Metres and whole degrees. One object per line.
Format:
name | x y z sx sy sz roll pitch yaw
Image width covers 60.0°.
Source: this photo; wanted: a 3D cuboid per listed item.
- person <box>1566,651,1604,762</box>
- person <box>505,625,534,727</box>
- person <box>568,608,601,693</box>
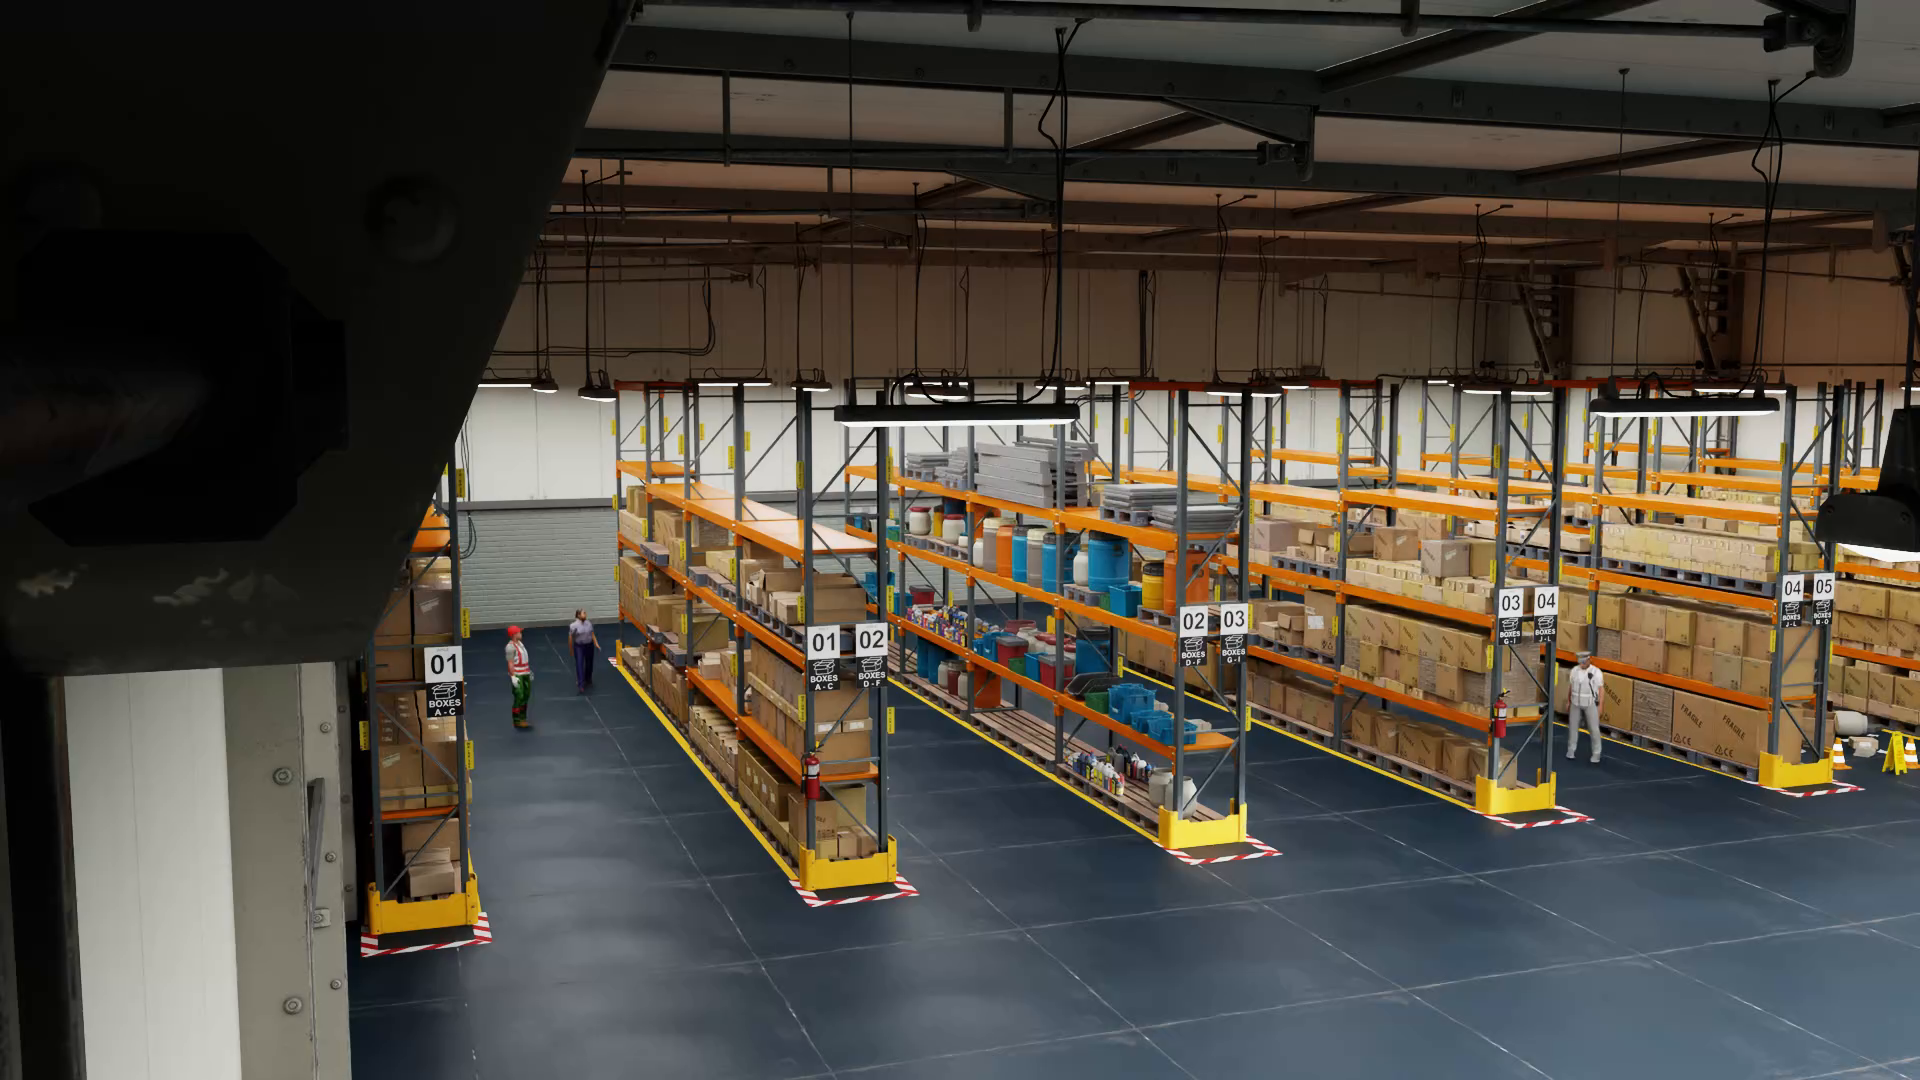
person | 10.013 2.647 26.672 0.619 1.747 0.433 6 8 44
person | -7.699 2.400 29.160 0.487 1.834 0.615 3 7 25
person | -7.309 2.114 32.365 0.608 1.596 0.976 -2 6 -19
